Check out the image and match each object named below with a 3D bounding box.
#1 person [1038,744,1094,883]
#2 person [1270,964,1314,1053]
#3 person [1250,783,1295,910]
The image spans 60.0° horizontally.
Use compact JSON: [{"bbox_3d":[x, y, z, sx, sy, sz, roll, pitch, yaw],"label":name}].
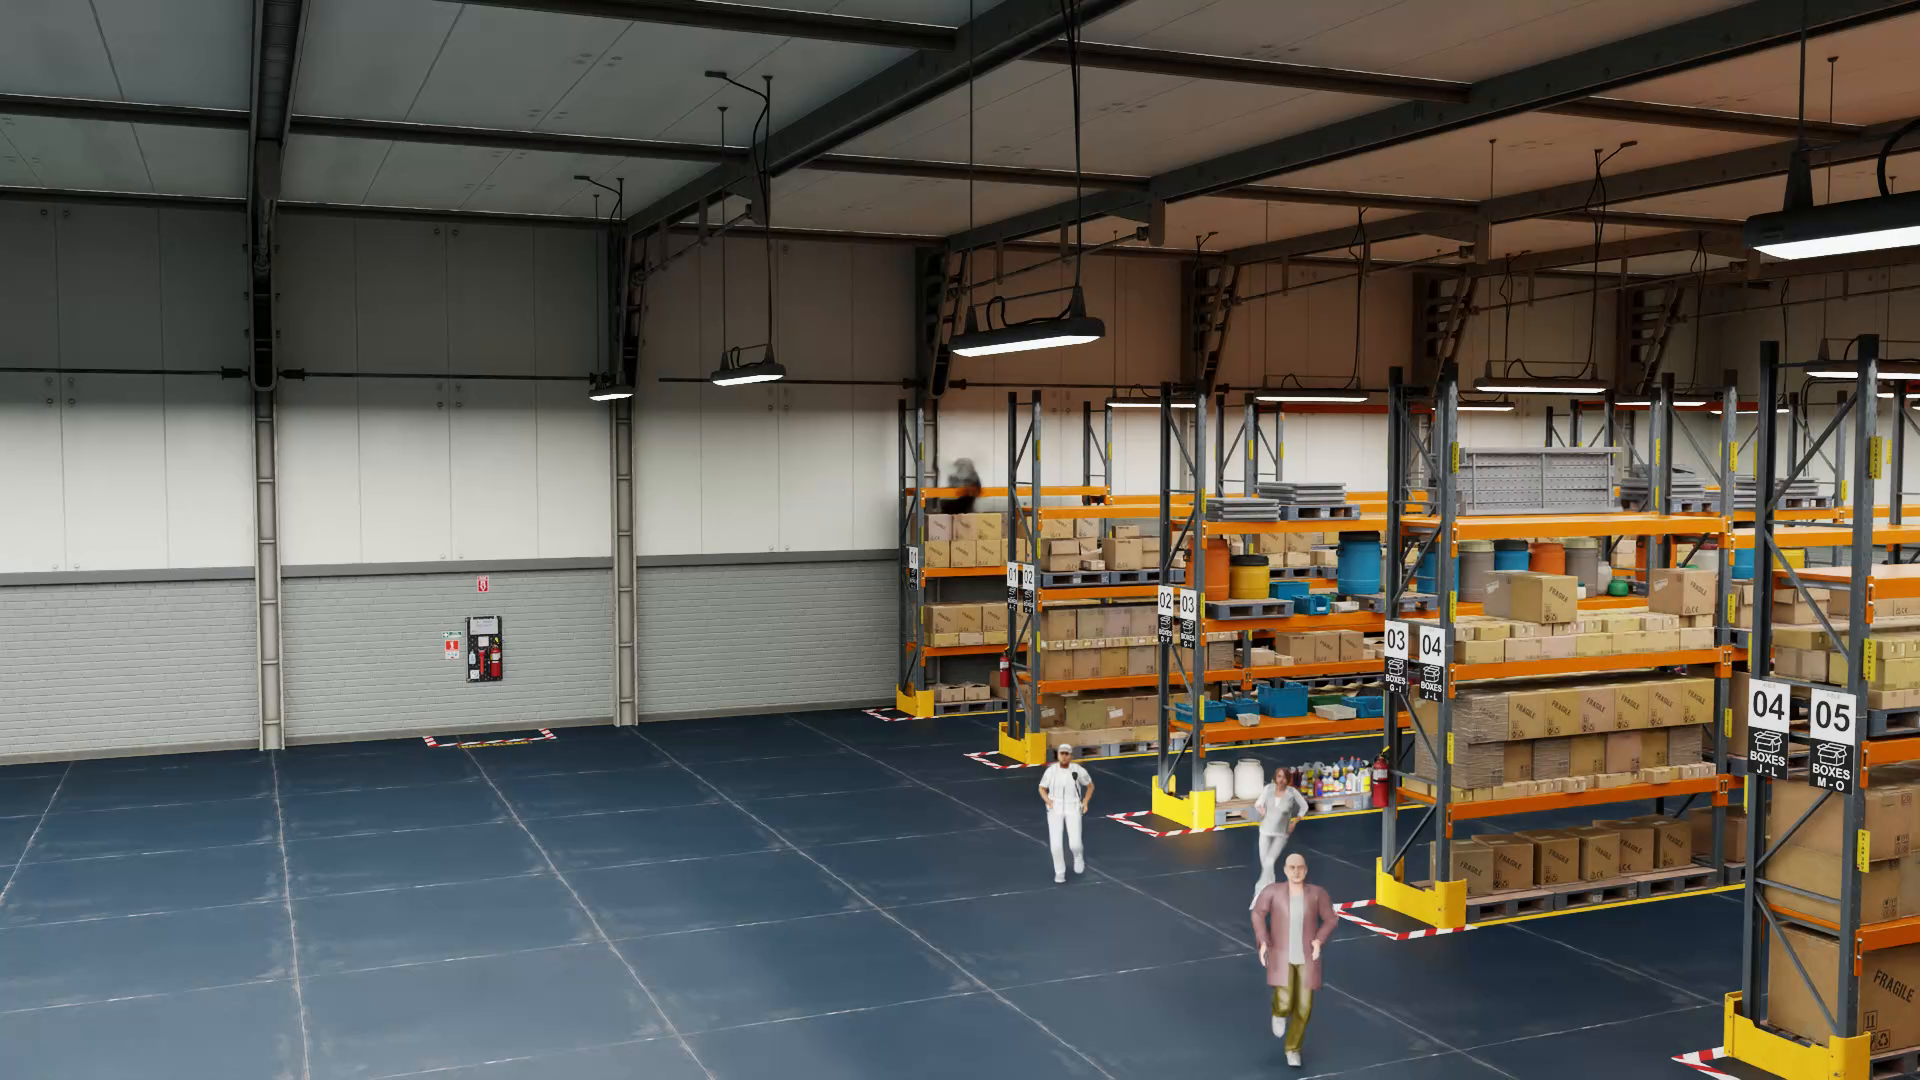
[{"bbox_3d":[1.238,3.212,19.568,0.648,1.629,0.553,0,3,8],"label":"person"},{"bbox_3d":[2.794,3.805,13.924,0.382,0.959,0.538,0,3,6],"label":"person"},{"bbox_3d":[3.515,3.396,18.550,0.478,1.397,0.646,2,4,35],"label":"person"}]
